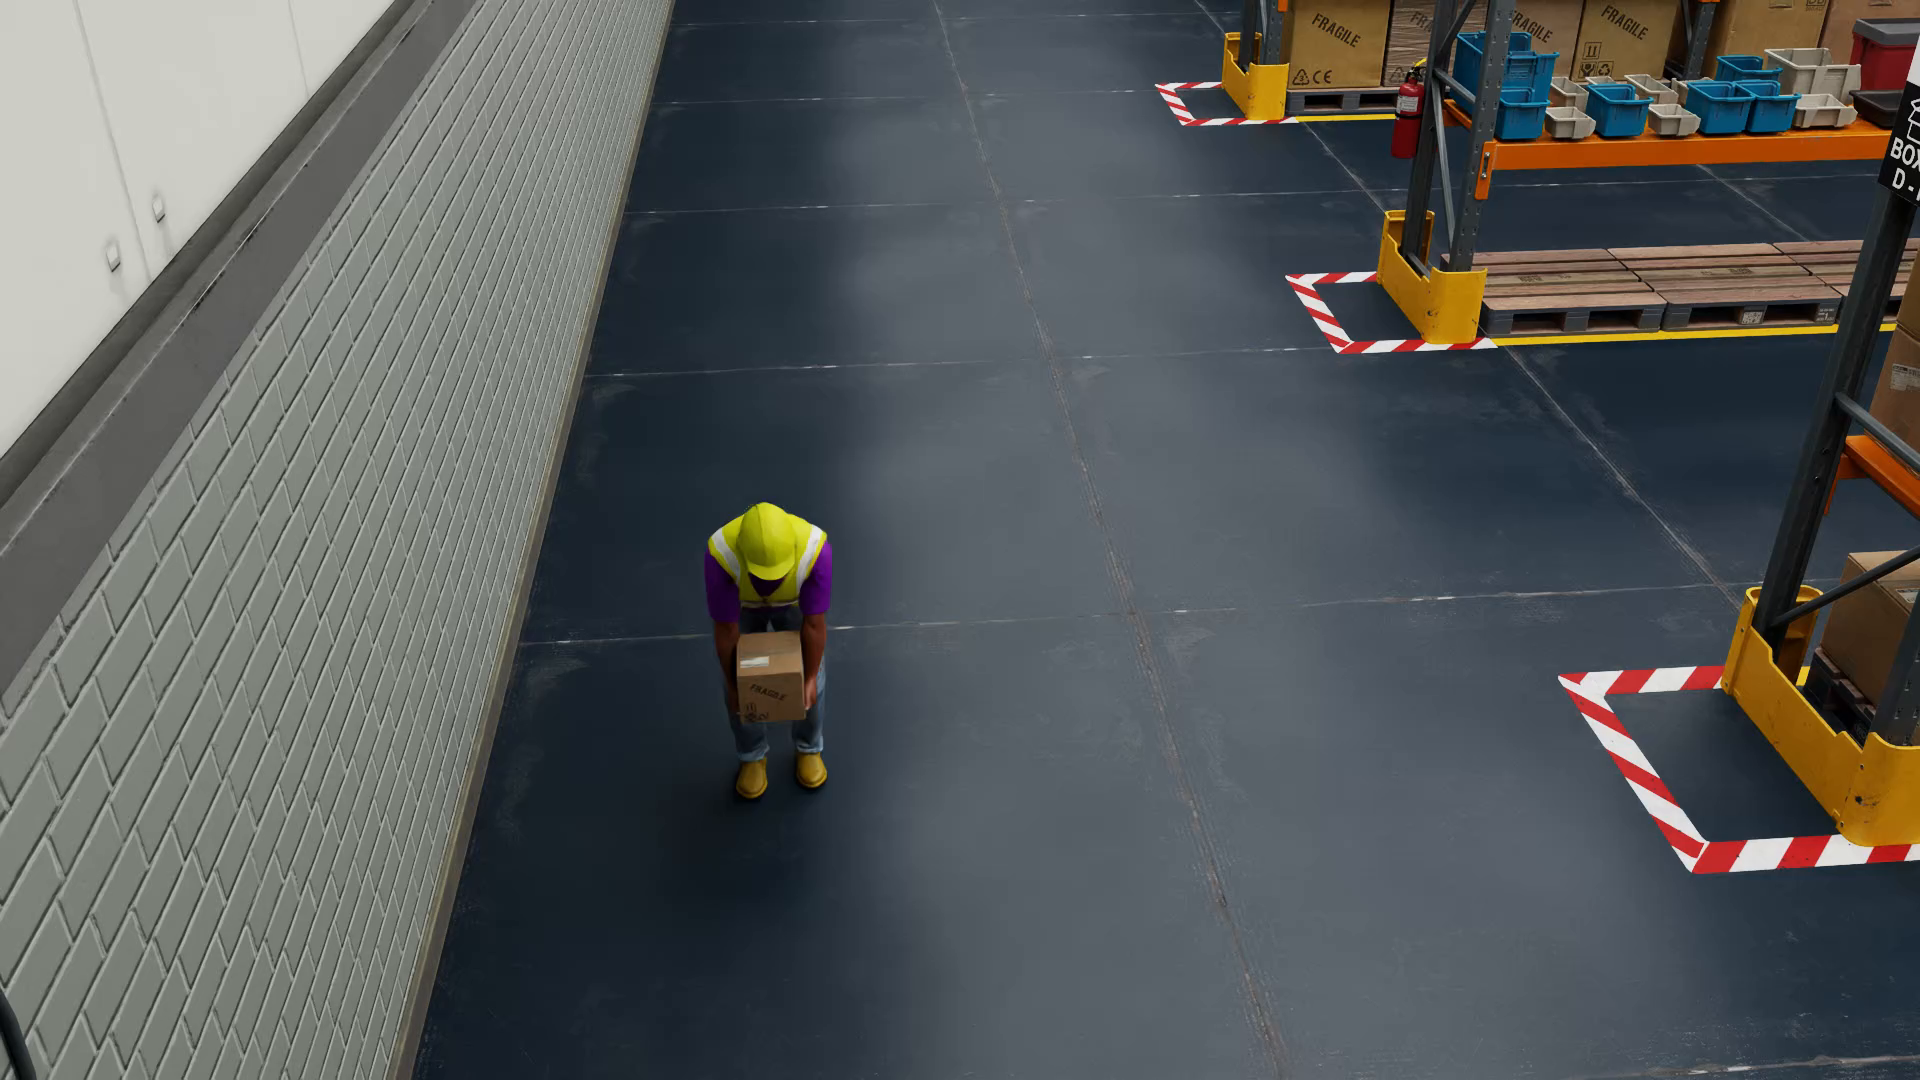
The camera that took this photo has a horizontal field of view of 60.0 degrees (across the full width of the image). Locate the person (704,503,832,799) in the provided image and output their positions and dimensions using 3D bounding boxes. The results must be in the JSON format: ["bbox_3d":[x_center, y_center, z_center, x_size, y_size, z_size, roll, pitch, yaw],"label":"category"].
[{"bbox_3d":[-0.738,0.406,6.611,0.488,1.542,0.802,-3,31,-6],"label":"person"}]
